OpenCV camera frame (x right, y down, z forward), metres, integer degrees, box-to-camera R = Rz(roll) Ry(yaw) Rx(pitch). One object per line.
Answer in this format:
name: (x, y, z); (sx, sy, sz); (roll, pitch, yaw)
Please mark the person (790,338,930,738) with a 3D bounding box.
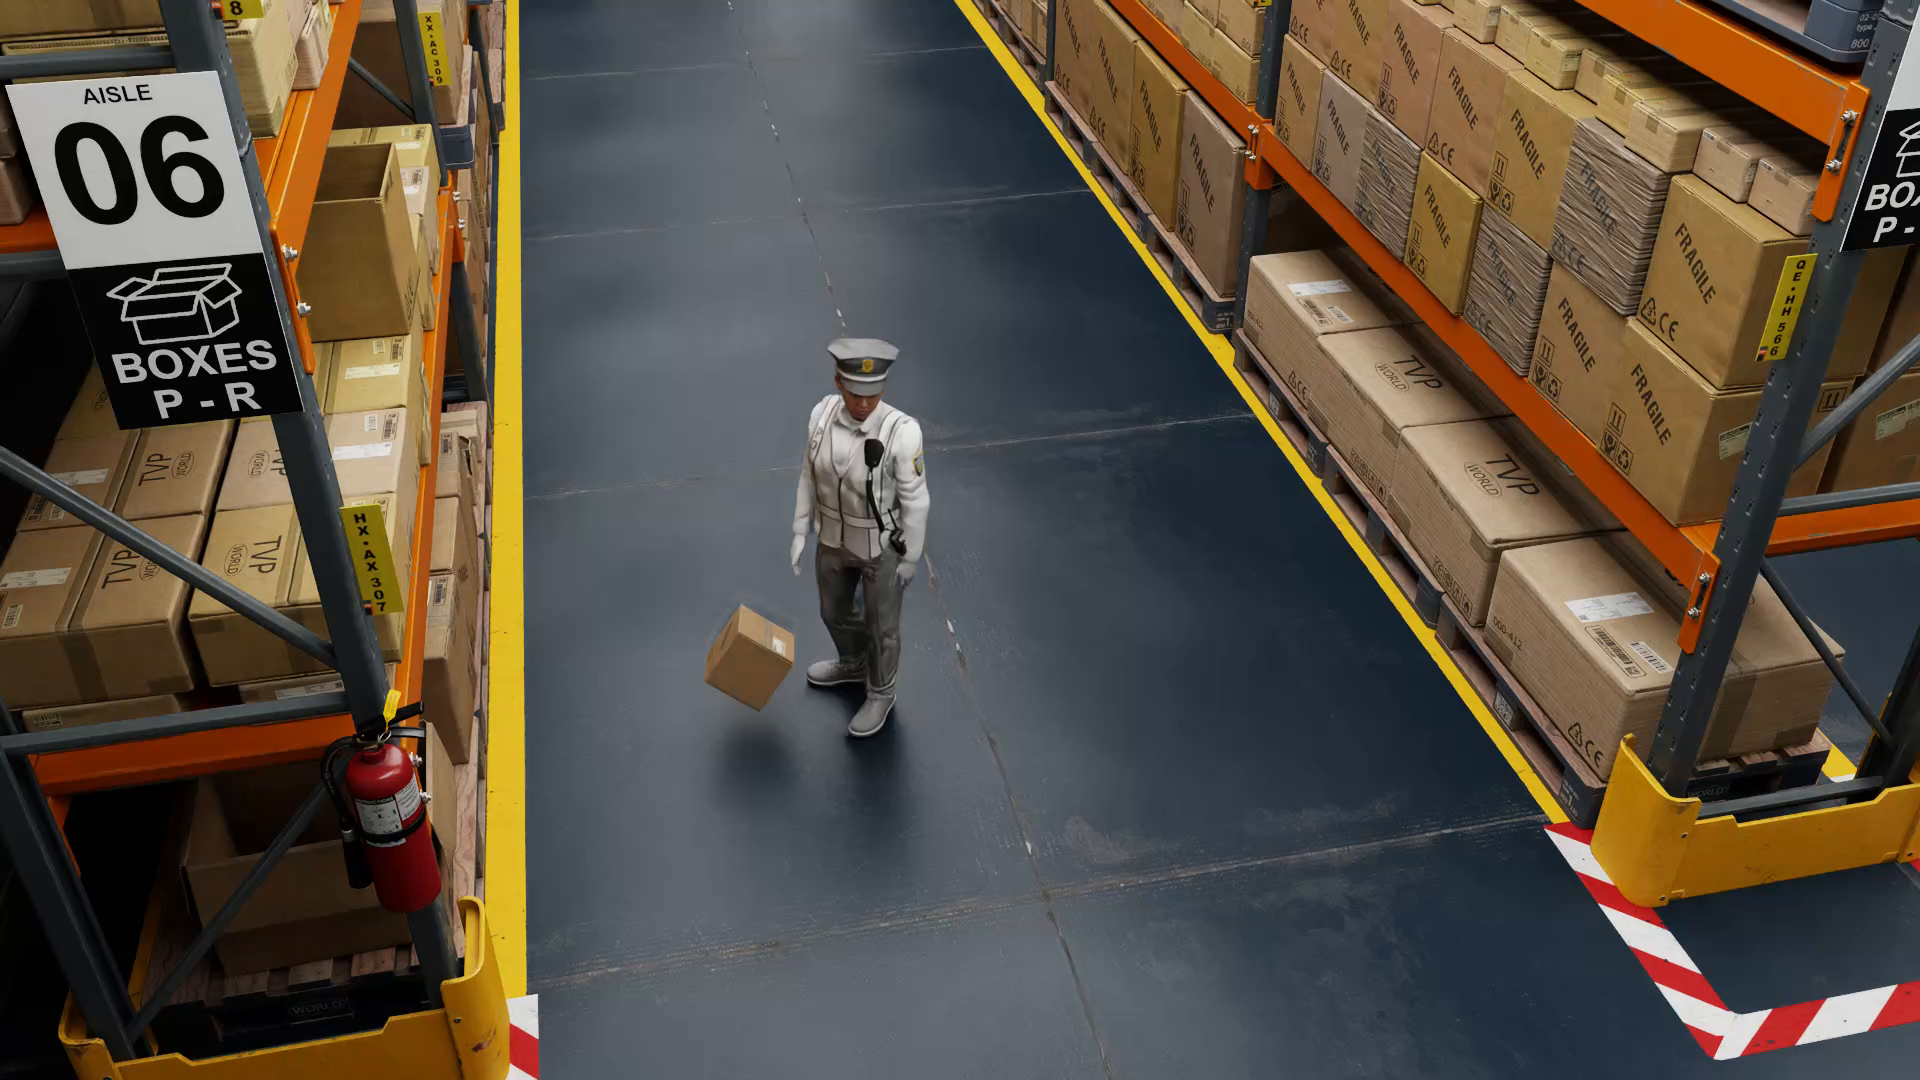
person: (-0.393, -0.007, 6.124); (0.626, 1.675, 0.405); (19, 39, 25)
